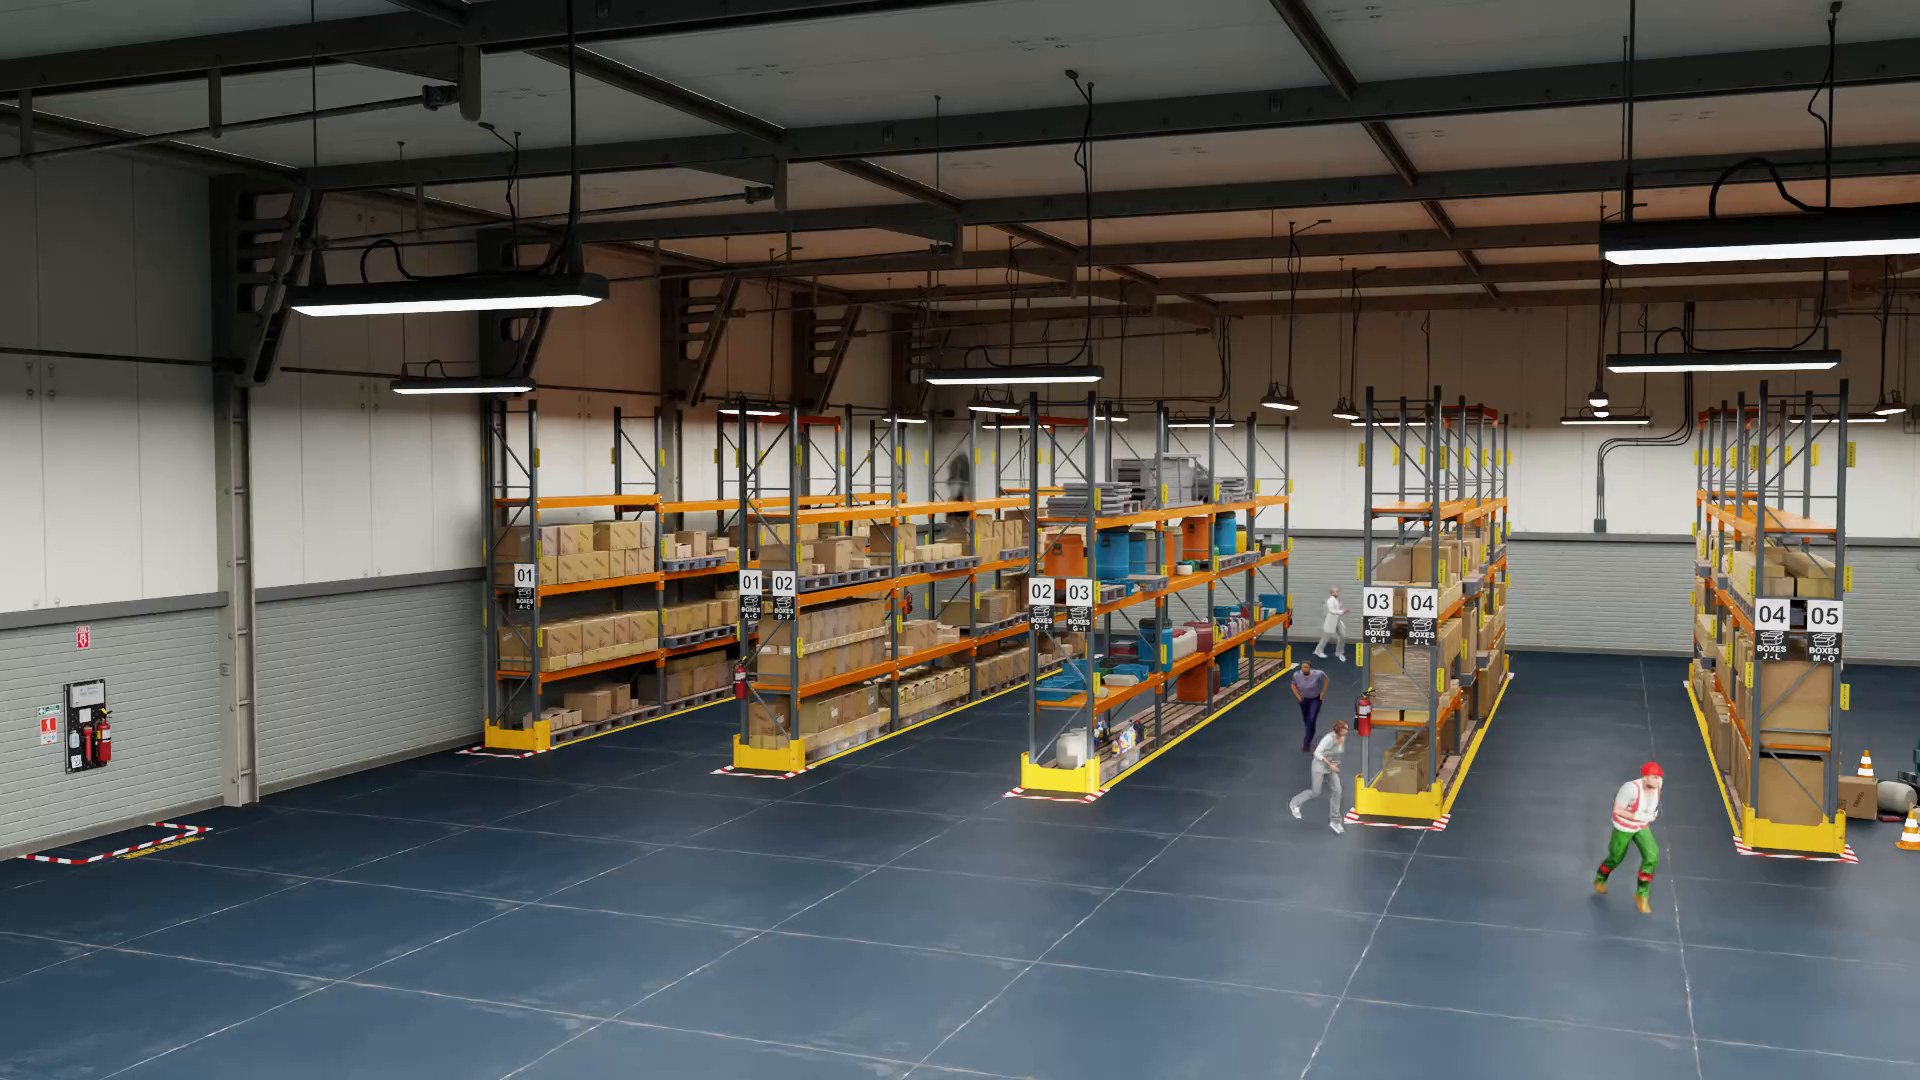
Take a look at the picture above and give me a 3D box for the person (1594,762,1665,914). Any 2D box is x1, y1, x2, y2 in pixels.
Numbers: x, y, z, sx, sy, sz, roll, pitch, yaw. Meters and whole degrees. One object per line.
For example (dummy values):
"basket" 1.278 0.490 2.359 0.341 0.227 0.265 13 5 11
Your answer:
"person" 7.482 3.272 18.563 0.707 1.722 1.028 -1 3 -18

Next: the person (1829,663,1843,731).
"person" 15.763 2.654 30.280 0.598 1.669 0.933 1 3 16

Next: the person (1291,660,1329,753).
"person" 6.042 2.828 28.667 0.640 1.613 0.960 1 3 20

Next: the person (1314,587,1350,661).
"person" 9.219 2.085 41.148 0.935 1.846 0.670 2 4 39

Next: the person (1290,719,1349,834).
"person" 4.862 3.149 22.490 0.907 1.546 0.574 3 4 45
